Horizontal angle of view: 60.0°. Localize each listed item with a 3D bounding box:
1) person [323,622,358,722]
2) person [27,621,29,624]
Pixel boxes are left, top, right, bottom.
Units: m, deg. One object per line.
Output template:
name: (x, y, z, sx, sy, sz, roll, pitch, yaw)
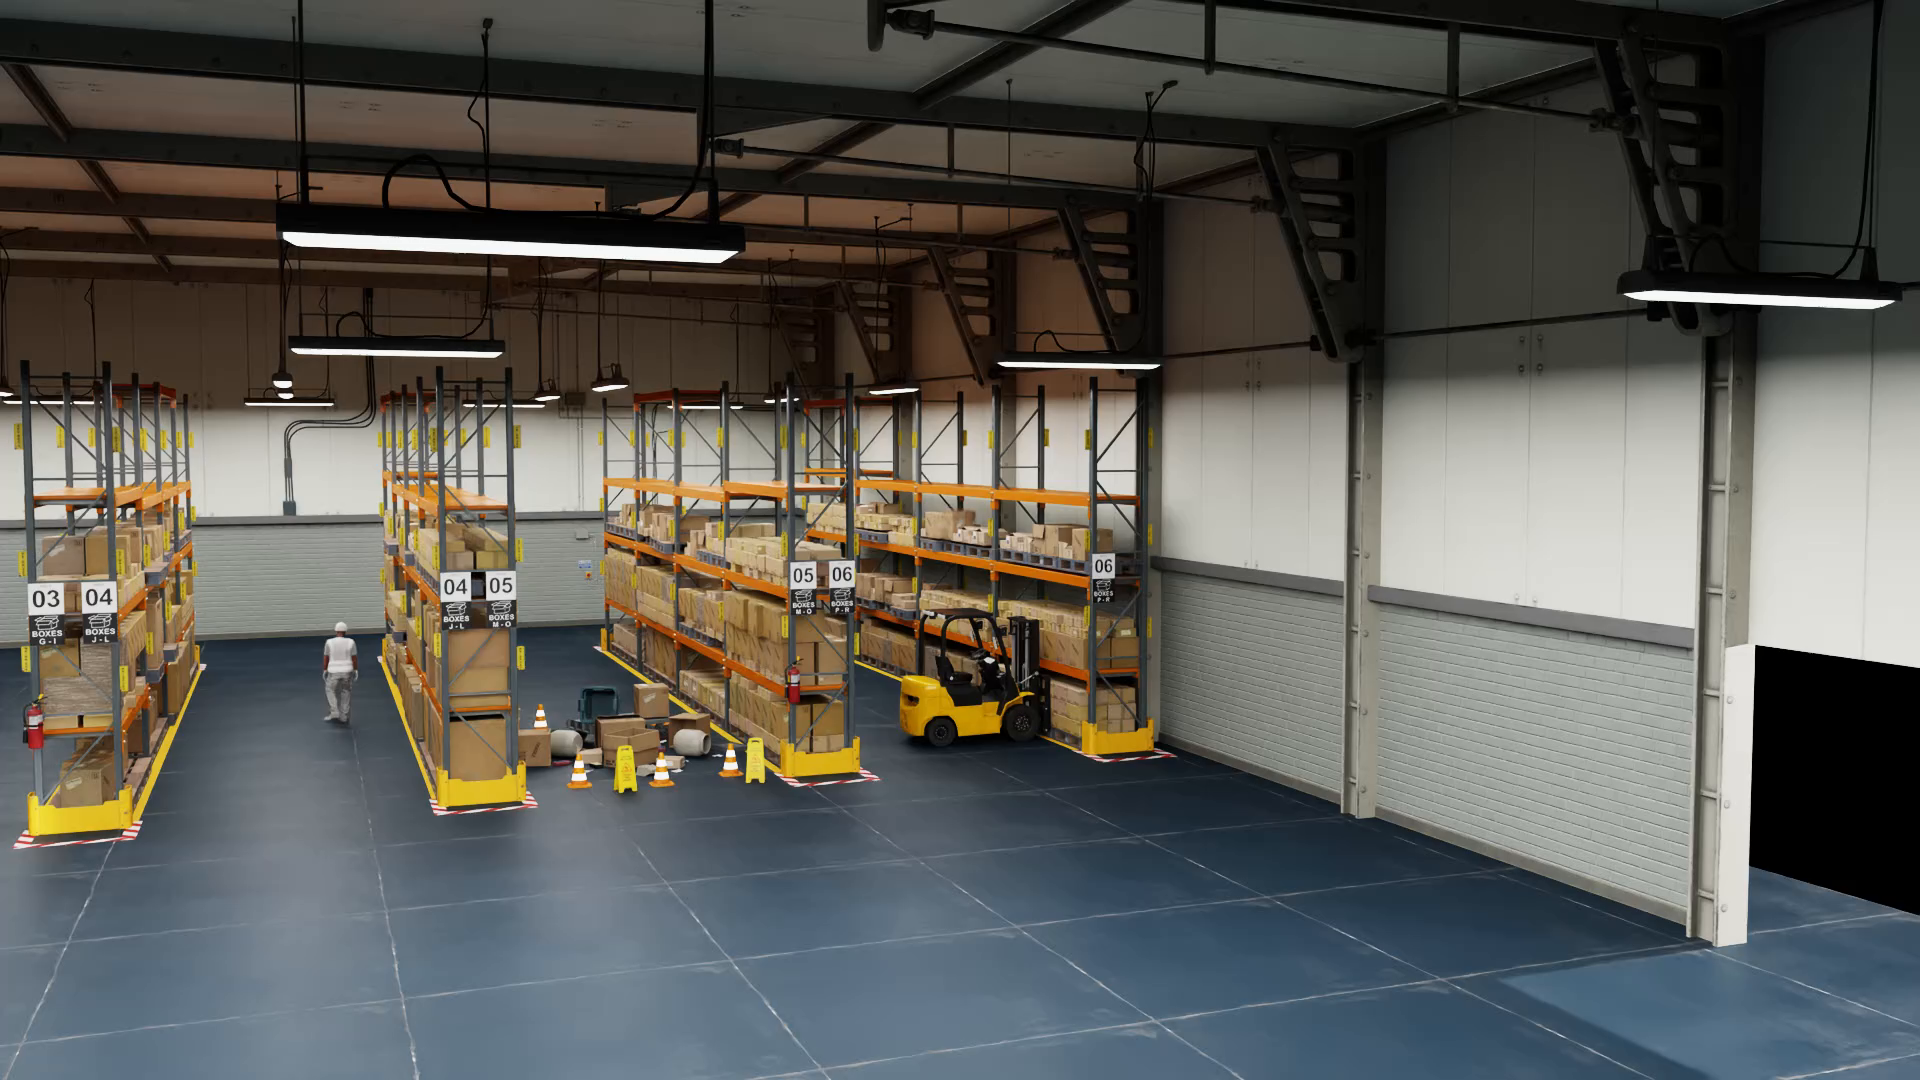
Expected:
person: (-10.977, 2.346, 29.462, 0.585, 1.783, 0.554, -1, 4, -23)
person: (-19.989, 1.982, 36.400, 0.661, 1.663, 0.692, -1, 4, -14)
